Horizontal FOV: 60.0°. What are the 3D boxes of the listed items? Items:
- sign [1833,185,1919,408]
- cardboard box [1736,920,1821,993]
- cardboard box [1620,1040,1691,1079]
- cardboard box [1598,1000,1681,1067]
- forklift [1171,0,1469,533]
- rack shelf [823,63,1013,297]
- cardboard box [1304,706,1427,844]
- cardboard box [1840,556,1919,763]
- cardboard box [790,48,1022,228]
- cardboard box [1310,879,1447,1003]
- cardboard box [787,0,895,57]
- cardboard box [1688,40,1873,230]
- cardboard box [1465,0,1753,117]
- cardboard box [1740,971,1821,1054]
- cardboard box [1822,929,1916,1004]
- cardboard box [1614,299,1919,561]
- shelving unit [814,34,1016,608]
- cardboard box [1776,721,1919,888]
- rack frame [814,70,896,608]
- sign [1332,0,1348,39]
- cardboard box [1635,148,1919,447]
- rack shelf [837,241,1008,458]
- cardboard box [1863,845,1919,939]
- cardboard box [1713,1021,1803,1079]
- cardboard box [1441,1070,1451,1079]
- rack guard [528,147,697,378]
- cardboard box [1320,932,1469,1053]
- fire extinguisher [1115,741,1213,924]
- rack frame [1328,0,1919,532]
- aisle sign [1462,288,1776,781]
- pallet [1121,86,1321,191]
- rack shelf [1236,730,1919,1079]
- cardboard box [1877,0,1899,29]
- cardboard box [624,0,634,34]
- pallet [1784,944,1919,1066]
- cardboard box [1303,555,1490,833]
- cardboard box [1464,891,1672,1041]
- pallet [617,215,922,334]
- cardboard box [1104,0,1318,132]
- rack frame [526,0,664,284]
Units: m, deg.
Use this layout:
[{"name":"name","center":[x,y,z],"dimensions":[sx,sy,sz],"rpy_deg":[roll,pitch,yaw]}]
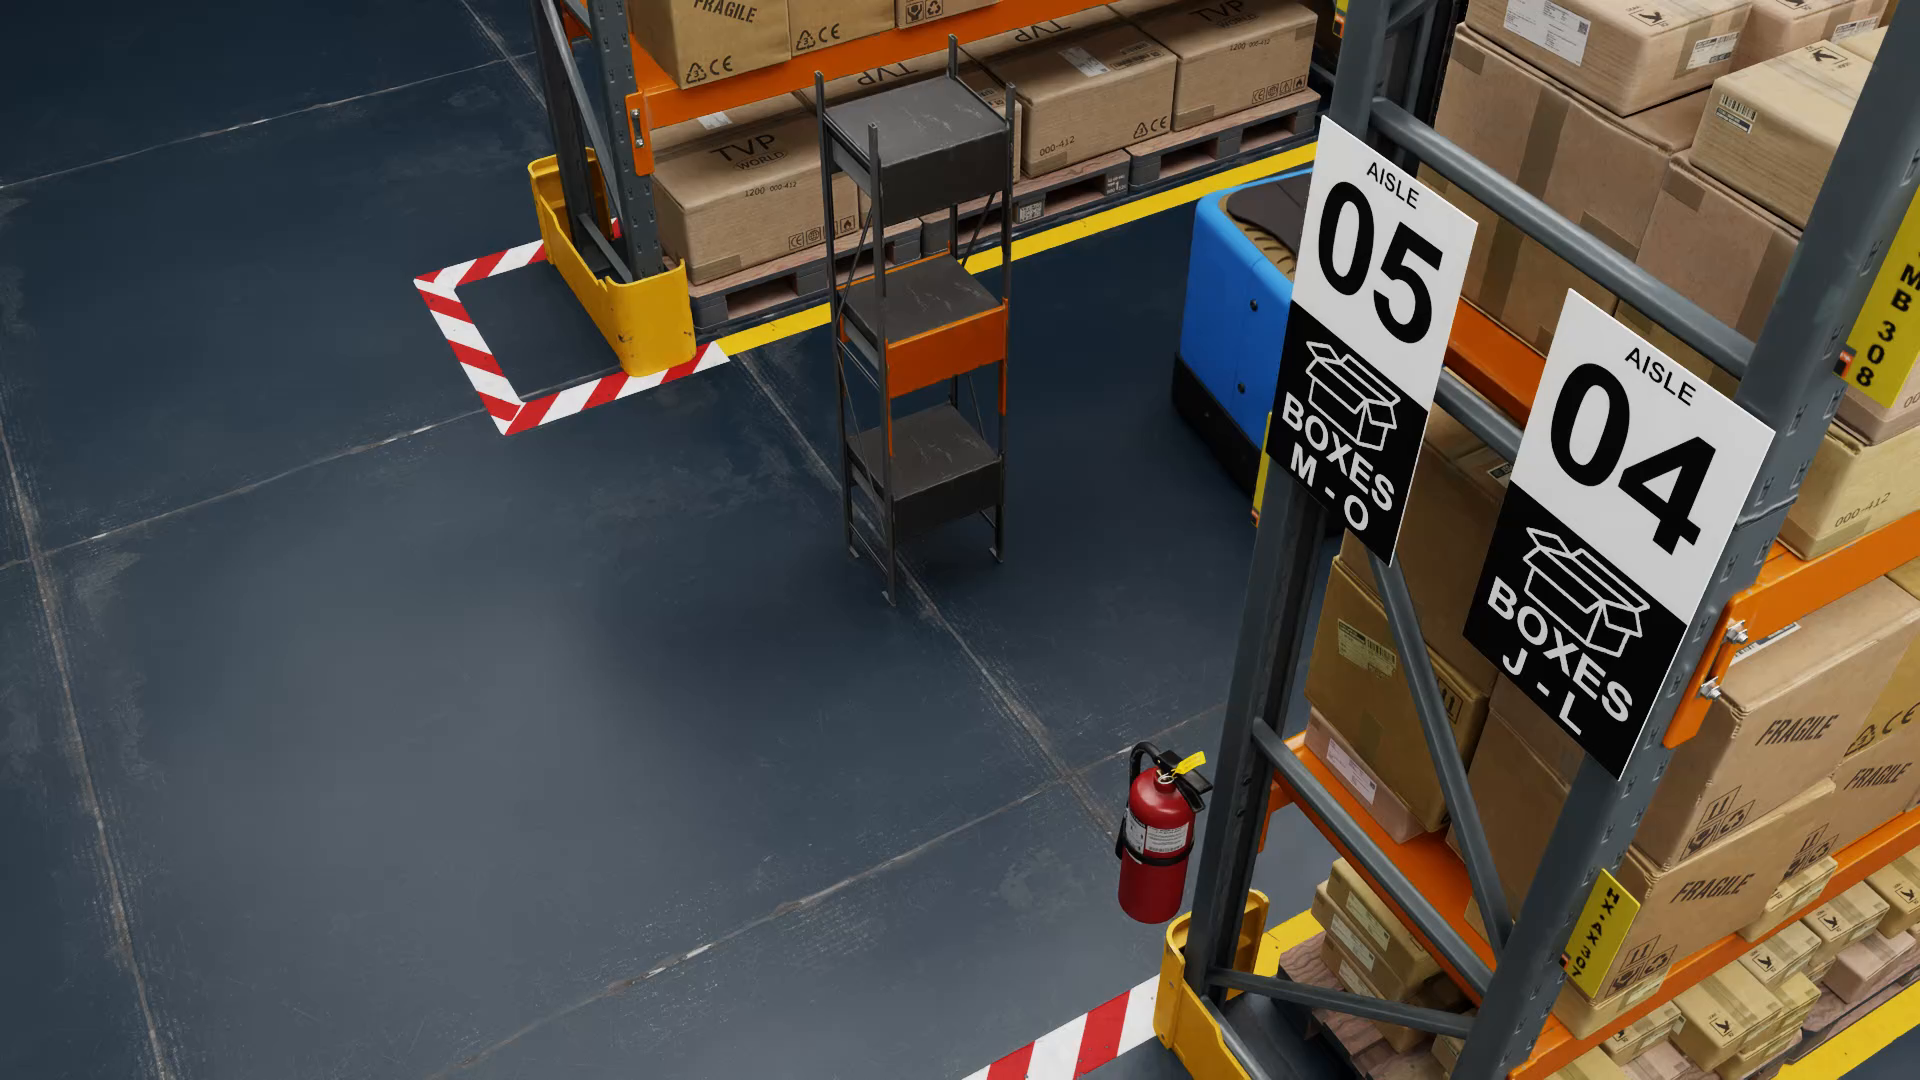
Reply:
[{"name":"sign","center":[1.223,-0.322,2.147],"dimensions":[0.005,0.325,0.100],"rpy_deg":[-22,48,-21]},{"name":"cardboard box","center":[2.211,1.108,4.773],"dimensions":[0.250,0.149,0.380],"rpy_deg":[-24,49,-23]},{"name":"cardboard box","center":[1.800,1.418,4.667],"dimensions":[0.250,0.149,0.380],"rpy_deg":[-22,48,-21]},{"name":"cardboard box","center":[1.755,1.254,4.622],"dimensions":[0.250,0.149,0.380],"rpy_deg":[-21,48,-20]},{"name":"forklift","center":[2.492,-1.750,6.449],"dimensions":[3.031,2.935,1.130],"rpy_deg":[-16,47,-16]},{"name":"rack shelf","center":[-0.144,-1.189,5.482],"dimensions":[0.480,0.518,0.431],"rpy_deg":[-22,48,-21]},{"name":"cardboard box","center":[1.094,0.547,4.213],"dimensions":[0.250,0.149,0.380],"rpy_deg":[-22,48,-21]},{"name":"cardboard box","center":[1.908,0.064,3.527],"dimensions":[0.500,0.500,0.500],"rpy_deg":[-20,48,-20]},{"name":"cardboard box","center":[-0.290,-2.057,8.254],"dimensions":[0.875,0.438,0.875],"rpy_deg":[-21,48,-20]},{"name":"cardboard box","center":[1.268,1.150,4.943],"dimensions":[0.250,0.149,0.380],"rpy_deg":[-23,49,-22]},{"name":"cardboard box","center":[-0.618,-2.435,7.034],"dimensions":[0.500,0.500,0.500],"rpy_deg":[-22,48,-21]},{"name":"cardboard box","center":[1.346,-0.580,2.502],"dimensions":[0.250,0.149,0.380],"rpy_deg":[-22,48,-21]},{"name":"cardboard box","center":[1.094,-0.898,2.830],"dimensions":[0.250,0.149,0.380],"rpy_deg":[-22,48,-21]},{"name":"cardboard box","center":[2.244,1.256,4.834],"dimensions":[0.250,0.149,0.380],"rpy_deg":[-20,48,-20]},{"name":"cardboard box","center":[2.673,1.191,5.114],"dimensions":[0.250,0.149,0.380],"rpy_deg":[-24,49,-23]},{"name":"cardboard box","center":[1.469,-0.284,2.842],"dimensions":[0.500,0.250,0.500],"rpy_deg":[-20,48,-20]},{"name":"shelving unit","center":[-0.144,-0.696,5.960],"dimensions":[0.503,2.100,0.431],"rpy_deg":[-22,48,-21]},{"name":"cardboard box","center":[1.930,0.408,3.891],"dimensions":[0.500,0.500,0.500],"rpy_deg":[-22,48,-21]},{"name":"rack frame","center":[-0.355,-0.611,5.872],"dimensions":[0.015,2.100,0.400],"rpy_deg":[-22,48,-21]},{"name":"sign","center":[0.693,-0.996,2.833],"dimensions":[0.005,0.325,0.100],"rpy_deg":[-22,48,-21]},{"name":"cardboard box","center":[1.471,-0.461,2.666],"dimensions":[0.500,0.250,0.500],"rpy_deg":[-21,48,-20]},{"name":"rack shelf","center":[-0.144,-0.686,5.969],"dimensions":[0.480,0.518,0.431],"rpy_deg":[-22,48,-21]},{"name":"cardboard box","center":[2.707,0.954,4.932],"dimensions":[0.250,0.149,0.380],"rpy_deg":[-21,48,-20]},{"name":"cardboard box","center":[2.240,1.371,4.929],"dimensions":[0.250,0.149,0.380],"rpy_deg":[-21,48,-20]},{"name":"cardboard box","center":[1.566,1.624,4.668],"dimensions":[0.250,0.149,0.380],"rpy_deg":[-21,48,-20]},{"name":"rack guard","center":[-1.622,-1.309,7.739],"dimensions":[0.348,0.500,1.175],"rpy_deg":[-22,48,-21]},{"name":"cardboard box","center":[1.305,1.304,4.998],"dimensions":[0.250,0.149,0.380],"rpy_deg":[-21,48,-20]},{"name":"fire extinguisher","center":[0.504,0.710,4.187],"dimensions":[0.183,0.674,0.296],"rpy_deg":[-22,48,-21]},{"name":"rack frame","center":[0.952,-1.413,1.744],"dimensions":[0.127,3.000,1.000],"rpy_deg":[-22,48,-21]},{"name":"aisle sign","center":[1.038,0.014,2.715],"dimensions":[0.004,0.787,0.394],"rpy_deg":[-22,48,-21]},{"name":"pallet","center":[1.168,-2.384,9.055],"dimensions":[1.213,0.211,1.003],"rpy_deg":[-22,48,-21]},{"name":"rack shelf","center":[2.686,0.304,4.799],"dimensions":[4.000,0.370,1.077],"rpy_deg":[-22,48,-21]},{"name":"cardboard box","center":[1.579,-1.014,2.949],"dimensions":[0.250,0.149,0.380],"rpy_deg":[-23,49,-22]},{"name":"cardboard box","center":[-1.315,-2.577,7.180],"dimensions":[0.500,0.500,0.500],"rpy_deg":[-22,48,-21]},{"name":"pallet","center":[2.797,1.034,5.533],"dimensions":[1.213,0.211,1.003],"rpy_deg":[-22,48,-21]},{"name":"cardboard box","center":[1.213,0.286,4.016],"dimensions":[0.500,0.500,0.500],"rpy_deg":[-21,48,-20]},{"name":"cardboard box","center":[1.396,0.916,3.833],"dimensions":[0.250,0.149,0.380],"rpy_deg":[-22,48,-21]},{"name":"pallet","center":[-0.947,-1.538,8.183],"dimensions":[1.213,0.211,1.003],"rpy_deg":[-22,48,-21]},{"name":"cardboard box","center":[1.269,-2.680,8.896],"dimensions":[0.875,0.438,0.875],"rpy_deg":[-22,48,-21]},{"name":"rack frame","center":[-1.602,-2.214,6.877],"dimensions":[0.127,3.000,1.000],"rpy_deg":[-22,48,-21]}]
